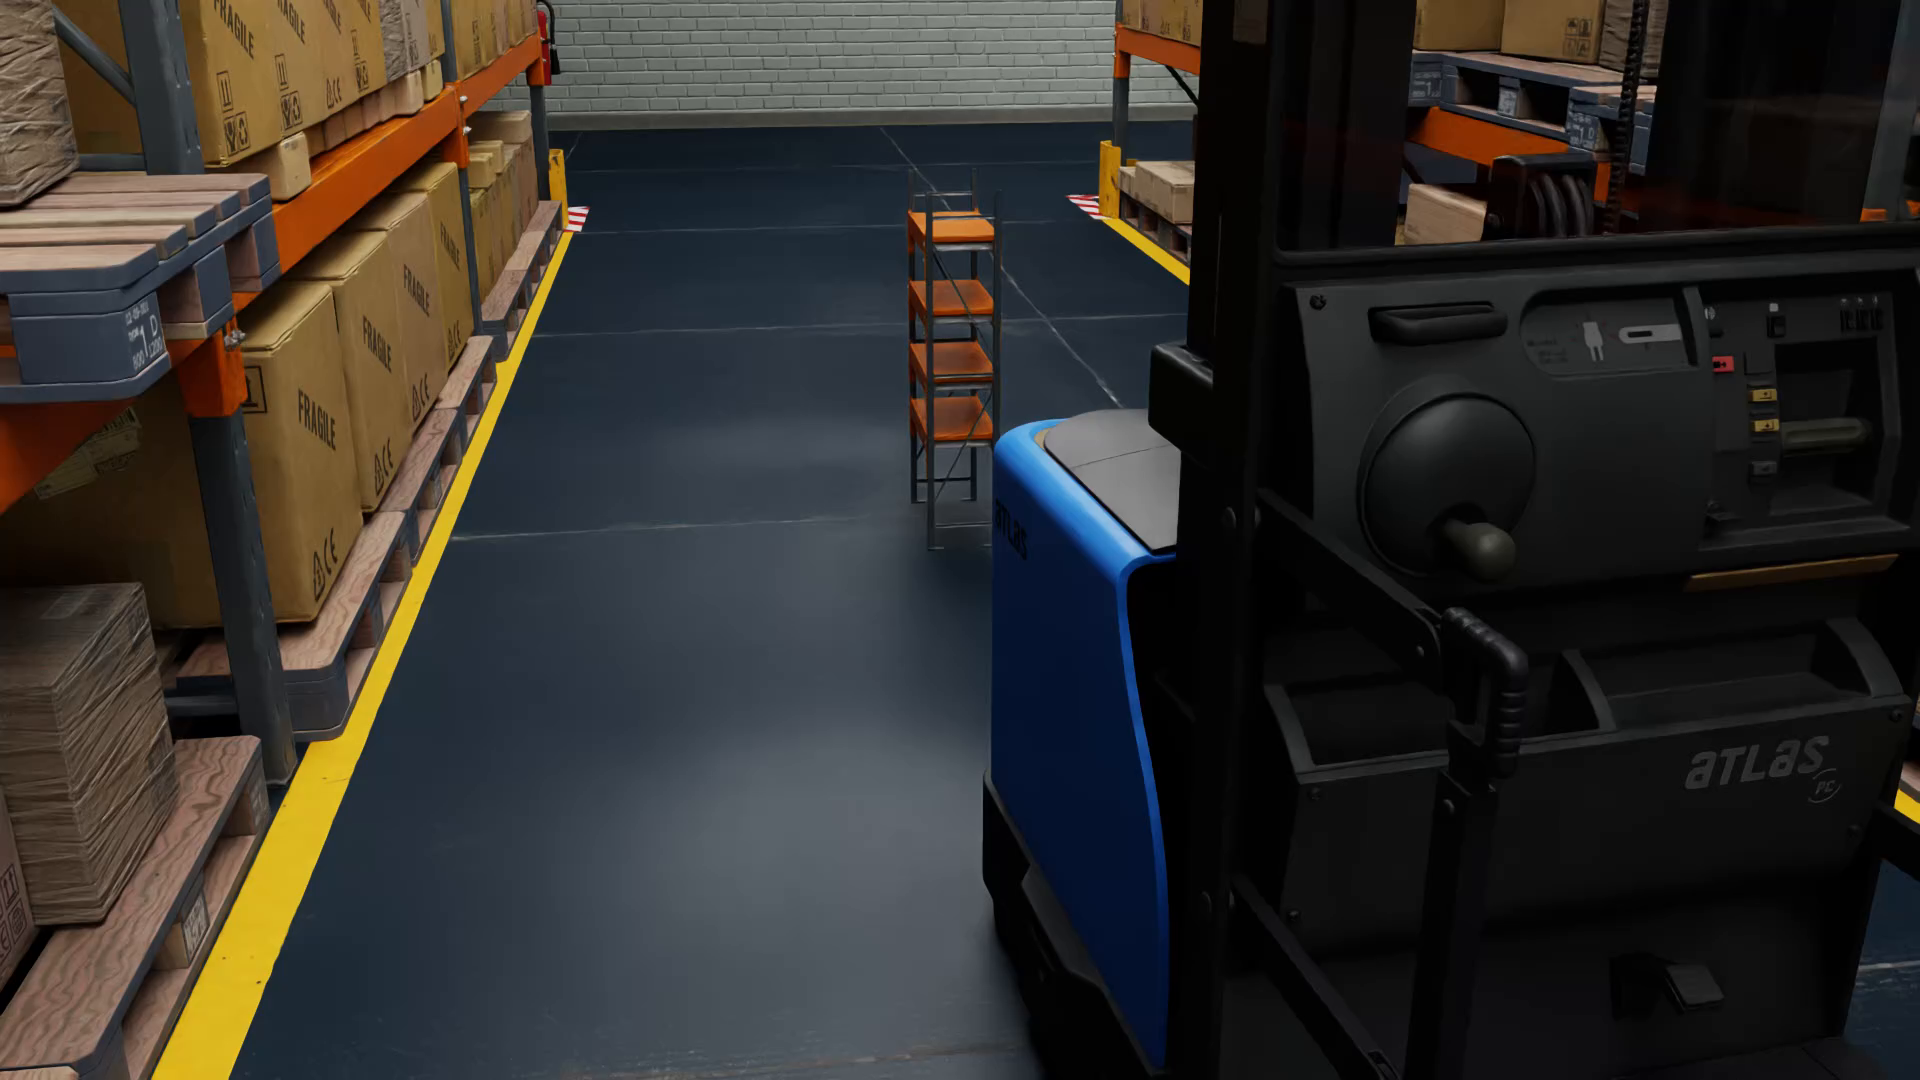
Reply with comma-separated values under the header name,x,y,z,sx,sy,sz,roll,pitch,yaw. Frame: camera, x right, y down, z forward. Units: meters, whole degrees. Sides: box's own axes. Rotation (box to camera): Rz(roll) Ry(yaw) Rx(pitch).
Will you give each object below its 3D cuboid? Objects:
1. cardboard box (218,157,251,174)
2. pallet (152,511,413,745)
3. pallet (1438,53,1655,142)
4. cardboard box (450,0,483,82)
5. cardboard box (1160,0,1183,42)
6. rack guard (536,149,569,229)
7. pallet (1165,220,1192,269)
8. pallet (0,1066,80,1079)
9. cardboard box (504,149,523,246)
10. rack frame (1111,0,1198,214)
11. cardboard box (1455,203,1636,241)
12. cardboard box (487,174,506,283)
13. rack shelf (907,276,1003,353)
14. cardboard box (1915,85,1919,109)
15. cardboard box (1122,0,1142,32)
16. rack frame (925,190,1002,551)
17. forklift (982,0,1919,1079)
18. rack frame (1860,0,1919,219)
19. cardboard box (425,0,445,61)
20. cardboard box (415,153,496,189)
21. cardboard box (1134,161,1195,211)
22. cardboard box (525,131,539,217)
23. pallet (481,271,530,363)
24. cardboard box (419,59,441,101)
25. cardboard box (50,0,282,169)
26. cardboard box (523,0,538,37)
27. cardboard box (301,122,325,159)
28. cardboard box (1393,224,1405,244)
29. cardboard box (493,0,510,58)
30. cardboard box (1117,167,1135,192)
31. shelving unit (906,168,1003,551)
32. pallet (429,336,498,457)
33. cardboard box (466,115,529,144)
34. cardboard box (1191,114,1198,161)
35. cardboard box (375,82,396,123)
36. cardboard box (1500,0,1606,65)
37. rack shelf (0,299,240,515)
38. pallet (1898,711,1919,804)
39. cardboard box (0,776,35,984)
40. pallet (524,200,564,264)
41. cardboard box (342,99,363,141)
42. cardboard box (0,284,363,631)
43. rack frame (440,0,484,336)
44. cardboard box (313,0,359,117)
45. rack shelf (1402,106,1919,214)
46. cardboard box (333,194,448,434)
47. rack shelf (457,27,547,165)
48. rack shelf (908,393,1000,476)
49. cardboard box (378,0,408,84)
name,x,y,z,sx,sy,sz,roll,pitch,yaw
cardboard box,-2.001,-0.896,4.159,0.380,0.149,0.250,-3,21,-7
pallet,-2.194,0.238,4.776,1.003,0.211,1.213,-3,21,-8
pallet,2.461,-1.625,6.055,1.003,0.211,1.213,-3,21,-8
cardboard box,-2.794,-2.505,7.708,0.980,0.700,0.700,-3,21,-7
cardboard box,1.545,-3.340,10.228,0.500,0.500,0.500,-3,21,-8
rack guard,-3.312,-2.398,11.423,1.175,0.500,0.348,-3,21,-8
pallet,1.892,-1.782,10.186,1.003,0.211,1.213,-3,21,-8
pallet,-1.872,1.207,2.182,1.003,0.211,1.213,-3,21,-8
cardboard box,-2.963,-2.002,9.762,0.700,0.500,0.500,-4,21,-10
rack frame,1.593,-3.812,11.635,1.000,3.000,0.127,-3,21,-8
cardboard box,2.215,-1.114,6.283,0.500,0.250,0.500,-3,21,-9
cardboard box,-2.807,-1.640,8.792,0.700,0.500,0.500,-3,21,-8
rack shelf,-0.024,-0.766,5.605,0.258,0.148,0.480,-3,21,-8
cardboard box,2.544,-1.498,4.697,0.700,0.500,0.500,-10,23,-26
cardboard box,1.396,-3.692,11.171,0.500,0.500,0.500,-2,21,-7
rack frame,0.011,-0.535,5.433,0.240,1.200,0.015,-3,21,-8
forklift,0.914,-0.144,1.912,1.130,2.935,3.031,-5,21,-14
rack frame,2.746,-1.042,4.219,1.000,3.000,0.127,-3,21,-8
cardboard box,-2.416,-2.224,6.788,0.500,0.500,0.500,-3,21,-9
cardboard box,-2.607,-1.897,8.555,0.380,0.149,0.250,-2,21,-6
cardboard box,1.463,-2.354,11.034,0.500,0.250,0.500,-3,21,-8
cardboard box,-3.109,-2.349,10.692,0.700,0.500,0.500,-3,21,-8
pallet,-2.764,-1.137,8.458,1.003,0.211,1.213,-3,21,-8
cardboard box,-2.343,-1.879,6.790,0.380,0.149,0.250,-3,21,-7
cardboard box,-1.972,-1.168,3.959,0.500,0.500,0.500,-2,21,-6
cardboard box,-3.225,-3.525,10.439,0.980,0.700,0.700,-2,21,-5
cardboard box,-2.187,-1.252,5.113,0.380,0.149,0.250,-3,21,-7
cardboard box,2.086,-1.098,7.314,0.500,0.500,0.500,-3,21,-7
cardboard box,-3.008,-3.010,9.058,0.980,0.700,0.700,-4,21,-10
cardboard box,1.313,-2.520,11.623,0.380,0.149,0.250,-3,21,-8
shelving unit,-0.024,-0.619,5.660,0.258,1.200,0.503,-3,21,-8
pallet,-2.546,-0.606,7.038,1.003,0.211,1.213,-3,21,-8
cardboard box,-2.872,-2.529,10.247,0.380,0.149,0.250,-2,21,-6
cardboard box,1.915,-2.671,11.525,0.500,0.500,0.500,-3,21,-8
cardboard box,-2.285,-1.610,6.071,0.380,0.149,0.250,-3,21,-8
cardboard box,2.485,-2.062,6.207,0.700,0.500,0.500,-8,22,-21
rack shelf,-1.867,0.238,1.819,1.077,0.370,4.000,-3,21,-8
pallet,2.826,0.551,3.939,1.003,0.211,1.213,-3,21,-8
cardboard box,-2.041,0.605,2.754,0.700,0.500,0.500,-3,21,-8
pallet,-3.116,-1.982,10.720,1.003,0.211,1.213,-3,21,-8
cardboard box,-2.236,-1.430,5.589,0.380,0.149,0.250,-2,21,-6
cardboard box,-2.131,-0.242,4.549,0.750,0.750,0.750,-3,21,-8
rack frame,-2.732,-2.176,7.255,1.000,3.000,0.127,-3,21,-8
cardboard box,-2.109,-1.521,4.906,0.500,0.500,0.500,-3,21,-8
rack shelf,2.458,-1.398,6.199,1.077,0.370,4.000,-3,21,-8
cardboard box,-2.378,-0.840,6.149,0.750,0.750,0.750,-2,21,-6
rack shelf,-3.020,-2.531,9.235,1.077,0.370,4.000,-3,21,-8
rack shelf,-0.024,-0.370,5.753,0.258,0.148,0.480,-3,21,-8
cardboard box,-2.269,-1.874,5.850,0.500,0.500,0.500,-3,21,-8
